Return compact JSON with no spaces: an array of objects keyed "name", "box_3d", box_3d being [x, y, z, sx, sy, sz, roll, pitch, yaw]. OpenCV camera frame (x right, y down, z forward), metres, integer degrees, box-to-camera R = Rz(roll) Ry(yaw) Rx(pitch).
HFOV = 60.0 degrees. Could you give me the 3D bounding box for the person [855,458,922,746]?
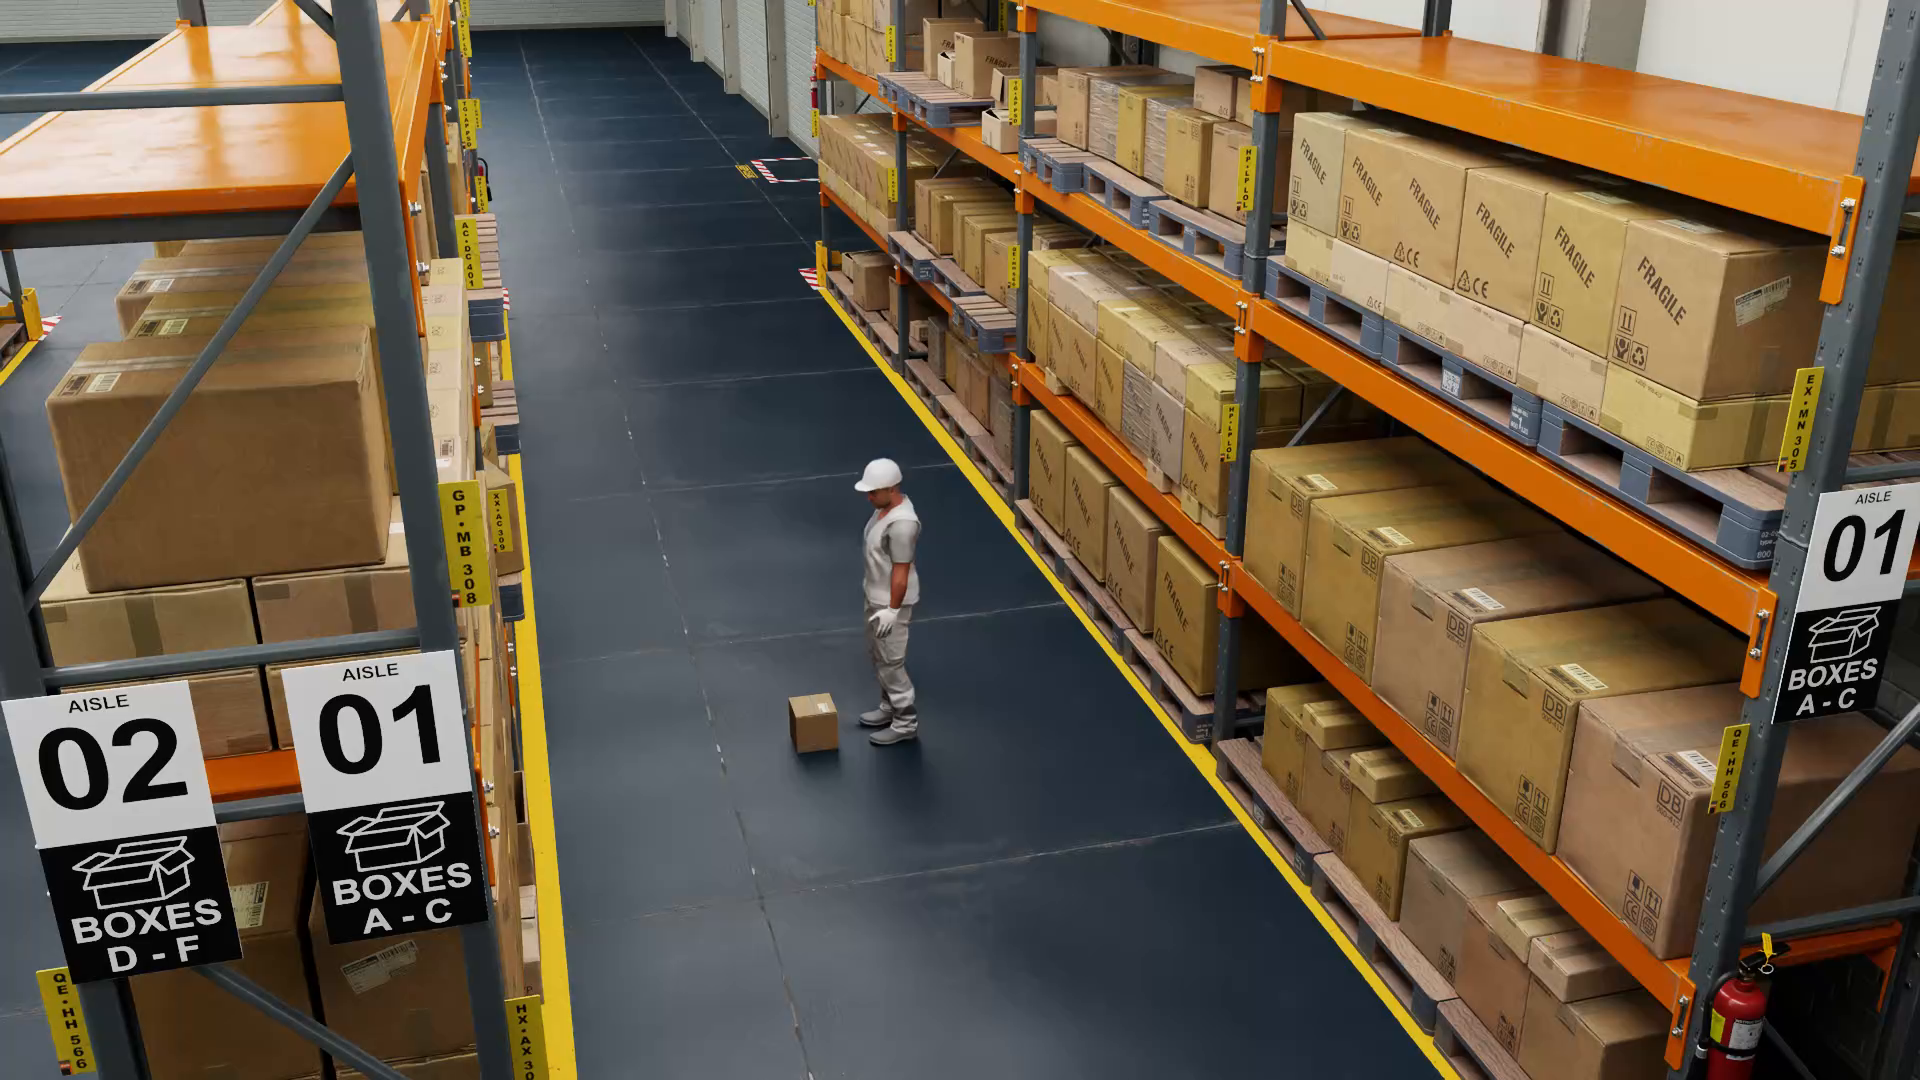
[{"name":"person","box_3d":[-0.423,0.356,9.802,0.364,1.774,0.529,-6,23,-13]}]
